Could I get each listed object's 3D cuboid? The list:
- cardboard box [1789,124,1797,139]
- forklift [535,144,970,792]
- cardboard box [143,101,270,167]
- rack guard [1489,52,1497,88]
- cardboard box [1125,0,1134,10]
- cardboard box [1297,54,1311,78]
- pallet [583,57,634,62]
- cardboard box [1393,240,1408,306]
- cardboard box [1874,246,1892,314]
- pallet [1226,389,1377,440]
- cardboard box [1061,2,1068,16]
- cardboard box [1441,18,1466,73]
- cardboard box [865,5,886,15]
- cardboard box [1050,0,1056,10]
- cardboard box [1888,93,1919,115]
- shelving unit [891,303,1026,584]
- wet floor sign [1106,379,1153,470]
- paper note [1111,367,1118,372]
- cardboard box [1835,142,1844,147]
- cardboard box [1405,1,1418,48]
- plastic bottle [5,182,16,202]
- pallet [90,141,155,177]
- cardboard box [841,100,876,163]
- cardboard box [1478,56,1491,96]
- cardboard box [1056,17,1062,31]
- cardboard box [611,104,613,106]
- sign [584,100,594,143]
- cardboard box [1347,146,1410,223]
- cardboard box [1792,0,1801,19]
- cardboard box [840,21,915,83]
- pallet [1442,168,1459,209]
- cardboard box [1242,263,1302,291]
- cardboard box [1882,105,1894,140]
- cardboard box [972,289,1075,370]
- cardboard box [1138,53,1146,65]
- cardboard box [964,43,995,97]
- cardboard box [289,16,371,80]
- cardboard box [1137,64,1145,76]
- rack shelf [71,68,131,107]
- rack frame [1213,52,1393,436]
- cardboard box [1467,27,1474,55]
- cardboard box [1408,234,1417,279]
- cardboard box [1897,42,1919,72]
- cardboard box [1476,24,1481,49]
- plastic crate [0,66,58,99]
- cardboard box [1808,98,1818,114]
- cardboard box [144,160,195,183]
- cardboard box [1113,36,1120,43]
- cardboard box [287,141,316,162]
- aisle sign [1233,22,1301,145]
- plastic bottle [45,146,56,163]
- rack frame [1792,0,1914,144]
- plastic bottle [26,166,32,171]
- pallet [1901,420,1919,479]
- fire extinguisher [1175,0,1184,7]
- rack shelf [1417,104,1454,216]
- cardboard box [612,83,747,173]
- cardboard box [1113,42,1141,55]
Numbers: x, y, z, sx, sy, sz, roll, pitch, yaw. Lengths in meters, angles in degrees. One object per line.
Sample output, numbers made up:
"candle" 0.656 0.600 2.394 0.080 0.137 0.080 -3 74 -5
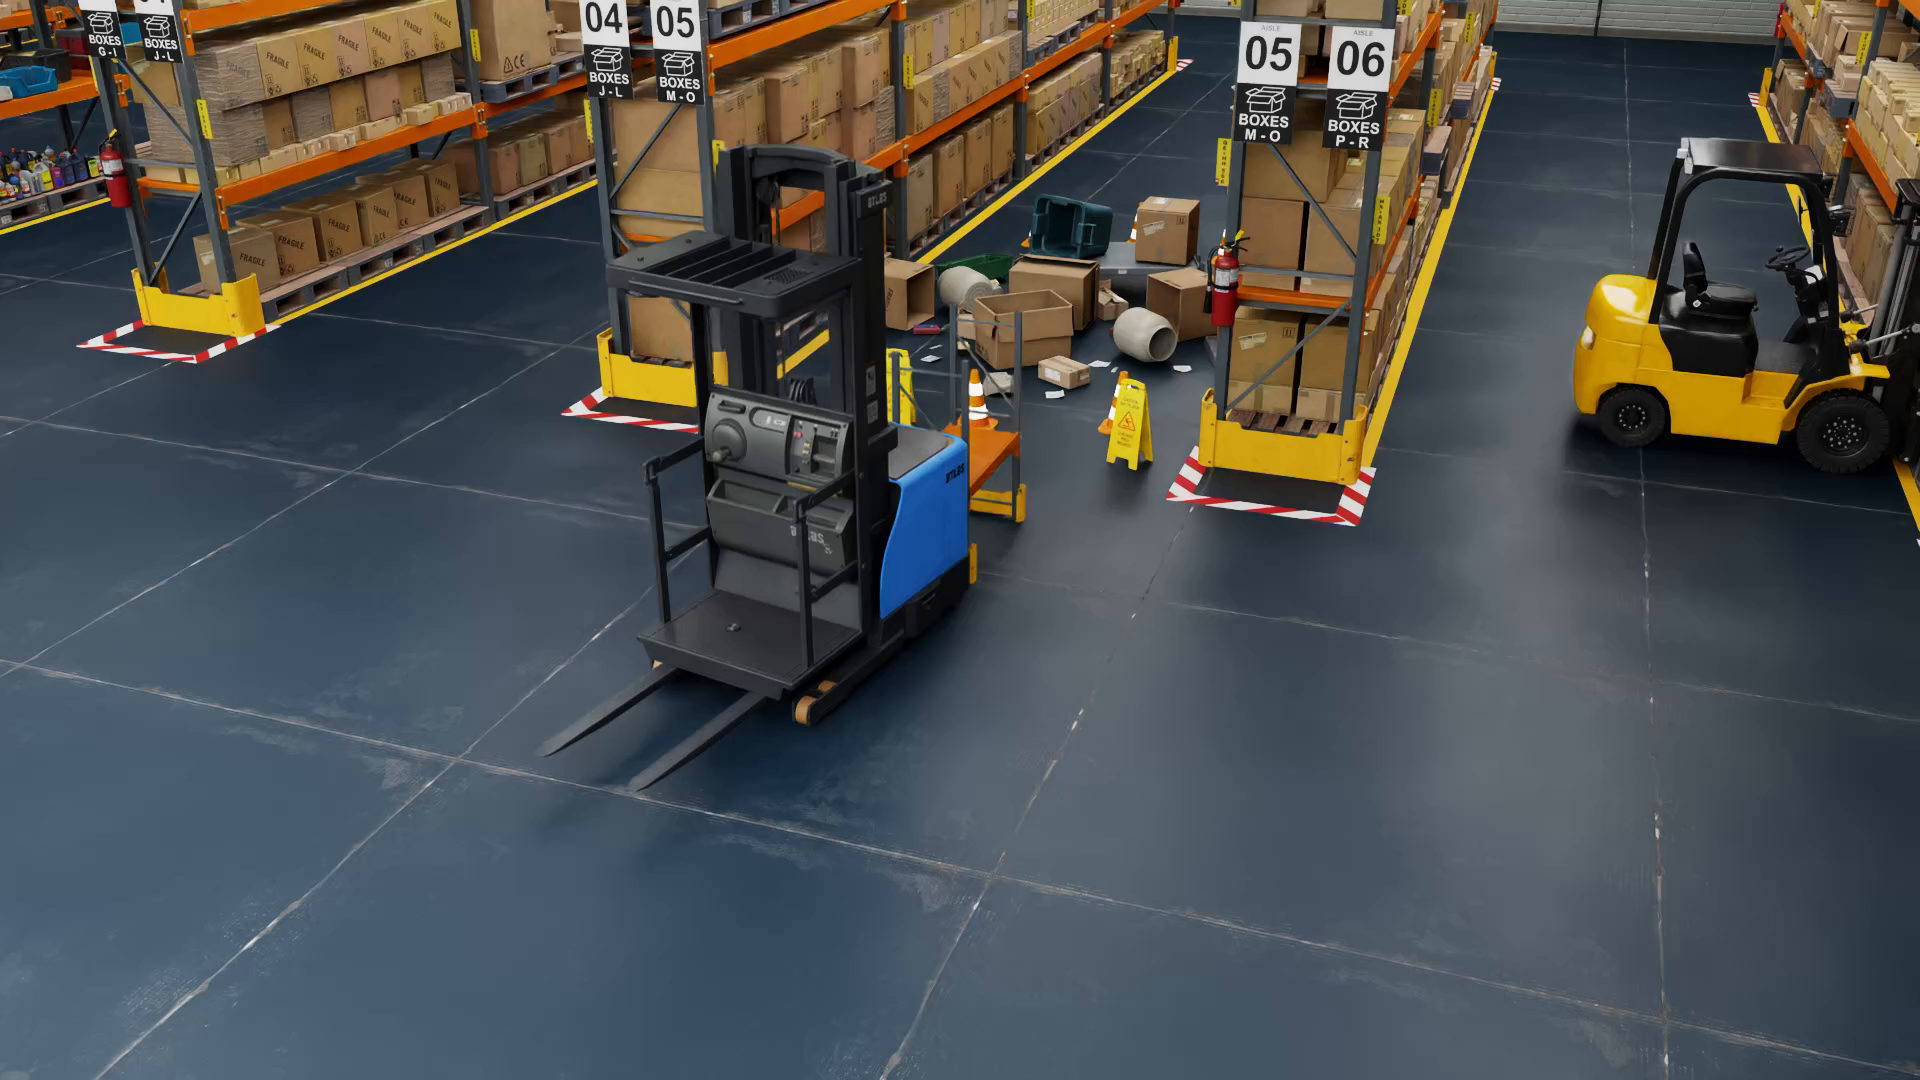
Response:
"cardboard box" 10.929 -5.254 21.450 0.380 0.149 0.250 8 27 16
"forklift" -1.118 -0.524 8.968 1.130 2.935 3.031 14 29 27
"cardboard box" -6.791 -3.702 14.998 0.875 0.500 0.500 9 27 17
"rack guard" 7.678 -7.324 25.803 1.175 0.500 0.348 9 27 17
"cardboard box" 2.337 -7.867 24.344 0.380 0.149 0.250 9 27 18
"cardboard box" 2.201 -3.288 11.445 0.380 0.149 0.250 9 27 18
"pallet" -4.474 -6.194 20.821 1.213 0.211 1.003 9 27 17
"cardboard box" 3.565 -2.305 14.382 0.500 0.500 0.500 9 27 18
"cardboard box" 8.522 -2.126 14.441 0.875 0.625 0.625 10 28 20
"pallet" 2.675 -0.969 13.009 1.003 0.211 1.213 9 27 17
"cardboard box" 1.170 -6.848 21.417 0.380 0.149 0.250 10 27 19
"cardboard box" 5.119 -5.292 17.801 0.500 0.500 0.500 8 27 16
"cardboard box" -1.813 -8.834 28.010 0.875 0.875 0.875 9 27 17
"cardboard box" 0.992 -6.765 20.903 0.380 0.149 0.250 10 28 20
"cardboard box" 8.675 -3.949 15.104 0.380 0.149 0.250 8 27 16
"shelving unit" -0.003 -0.655 10.881 0.587 1.500 1.083 9 27 18
"wet floor sign" 1.273 -0.881 12.330 0.267 0.644 0.232 20 32 35
"paper note" 1.327 -1.461 14.255 0.032 0.001 0.123 9 27 17
"cardboard box" 9.806 -4.247 18.222 0.380 0.149 0.250 8 27 16
"cardboard box" 2.941 -3.654 11.743 0.500 0.250 0.500 8 27 17
"plastic bottle" -10.593 -3.880 18.529 0.097 0.201 0.097 0 26 0
"pallet" -10.114 -4.736 20.790 1.003 0.211 1.213 9 27 17
"cardboard box" -1.298 -3.869 15.627 0.875 0.550 0.550 9 27 17
"cardboard box" 7.248 -6.812 24.335 0.875 0.438 0.875 9 27 19
"cardboard box" 1.085 -6.604 21.253 0.380 0.149 0.250 9 27 18
"cardboard box" -4.542 -5.383 21.290 0.700 0.500 0.500 7 27 15
"sign" -2.863 -3.252 12.925 0.100 0.325 0.005 9 27 17
"cardboard box" 3.264 -2.830 13.198 0.500 0.500 0.500 8 27 16
"cardboard box" 11.614 -7.224 22.559 0.500 0.250 0.500 8 27 16
"cardboard box" -0.865 -4.884 16.633 0.700 0.500 0.500 8 27 17
"pallet" 5.341 -4.210 19.702 1.003 0.211 1.213 9 27 17
"cardboard box" 2.268 -1.936 12.094 0.380 0.149 0.250 10 27 19
"cardboard box" 8.807 -3.812 15.280 0.500 0.250 0.500 9 27 18
"cardboard box" 0.543 -1.829 14.451 0.797 0.503 0.637 -9 27 -18
"cardboard box" 2.628 -7.366 25.469 0.380 0.149 0.250 10 28 20
"cardboard box" 0.076 -5.239 18.513 0.500 0.500 0.500 8 27 17
"cardboard box" -6.061 -4.733 15.980 0.500 0.500 0.500 9 27 17
"cardboard box" 2.625 -7.232 25.533 0.380 0.149 0.250 9 27 18
"rack shelf" -9.674 -6.161 21.359 1.077 0.370 4.000 9 27 17
"rack frame" 2.346 -1.864 11.658 1.000 3.000 0.127 9 27 17
"cardboard box" 5.760 -5.897 19.585 0.500 0.250 0.500 9 27 17
"cardboard box" 3.849 -2.730 15.980 0.950 0.372 0.625 9 27 18
"cardboard box" 10.008 -4.856 17.241 0.500 0.500 0.500 10 28 20
"cardboard box" 6.427 -6.507 21.419 0.500 0.250 0.500 8 27 16
"plastic crate" -10.451 -5.102 18.516 0.499 0.251 0.616 9 27 17
"cardboard box" 10.651 -5.324 20.446 0.380 0.149 0.250 10 28 20
"cardboard box" -7.099 -3.335 14.984 0.380 0.149 0.250 9 27 17
"cardboard box" 2.286 -7.793 26.011 0.380 0.149 0.250 7 27 15
"cardboard box" -6.328 -3.679 15.694 0.380 0.149 0.250 9 27 17
"aisle sign" 2.052 -3.051 11.125 0.394 0.787 0.004 9 27 17
"plastic bottle" -10.859 -4.566 19.864 0.097 0.271 0.097 0 26 0
"rack frame" 11.021 -6.077 20.359 1.000 3.000 0.127 9 27 17
"plastic bottle" -10.558 -4.125 18.939 0.061 0.283 0.133 9 27 17
"pallet" 7.650 -0.711 12.475 1.003 0.211 1.213 9 27 17
"fire extinguisher" 3.487 -8.949 26.808 0.296 0.674 0.183 9 27 17
"rack shelf" 4.342 -4.006 16.907 1.077 0.370 4.000 9 27 17
"cardboard box" -2.196 -3.241 13.090 0.875 0.550 0.550 9 27 17
"cardboard box" 2.552 -7.507 25.420 0.380 0.149 0.250 8 27 16
